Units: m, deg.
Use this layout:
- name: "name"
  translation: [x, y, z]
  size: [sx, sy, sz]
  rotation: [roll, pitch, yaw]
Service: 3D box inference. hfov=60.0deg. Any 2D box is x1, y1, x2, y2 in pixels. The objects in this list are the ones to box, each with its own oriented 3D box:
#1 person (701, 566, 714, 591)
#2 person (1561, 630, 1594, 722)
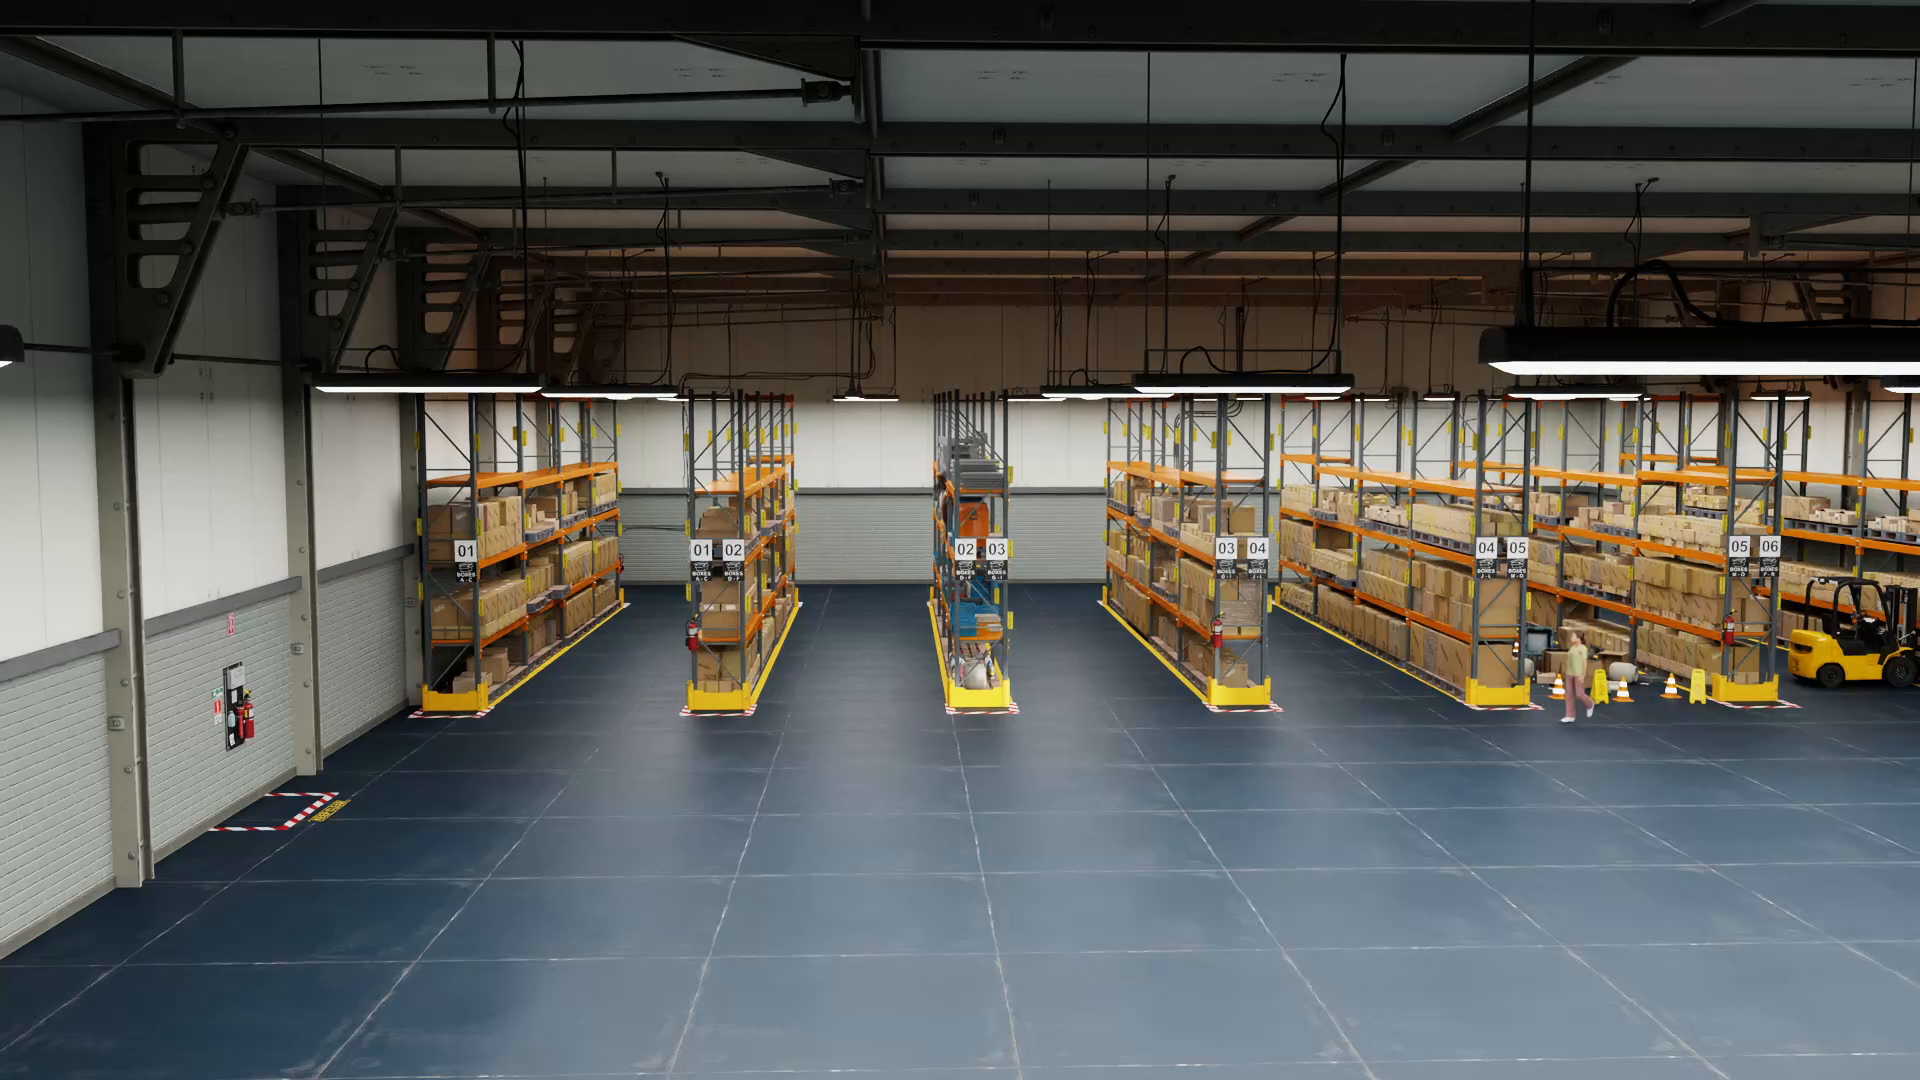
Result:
- name: "person"
  translation: [-7.331, 0.752, 50.402]
  size: [1.023, 1.730, 0.661]
  rotation: [1, 5, 11]
- name: "person"
  translation: [11.148, 2.444, 29.937]
  size: [0.646, 1.665, 0.440]
  rotation: [-4, 6, -37]
